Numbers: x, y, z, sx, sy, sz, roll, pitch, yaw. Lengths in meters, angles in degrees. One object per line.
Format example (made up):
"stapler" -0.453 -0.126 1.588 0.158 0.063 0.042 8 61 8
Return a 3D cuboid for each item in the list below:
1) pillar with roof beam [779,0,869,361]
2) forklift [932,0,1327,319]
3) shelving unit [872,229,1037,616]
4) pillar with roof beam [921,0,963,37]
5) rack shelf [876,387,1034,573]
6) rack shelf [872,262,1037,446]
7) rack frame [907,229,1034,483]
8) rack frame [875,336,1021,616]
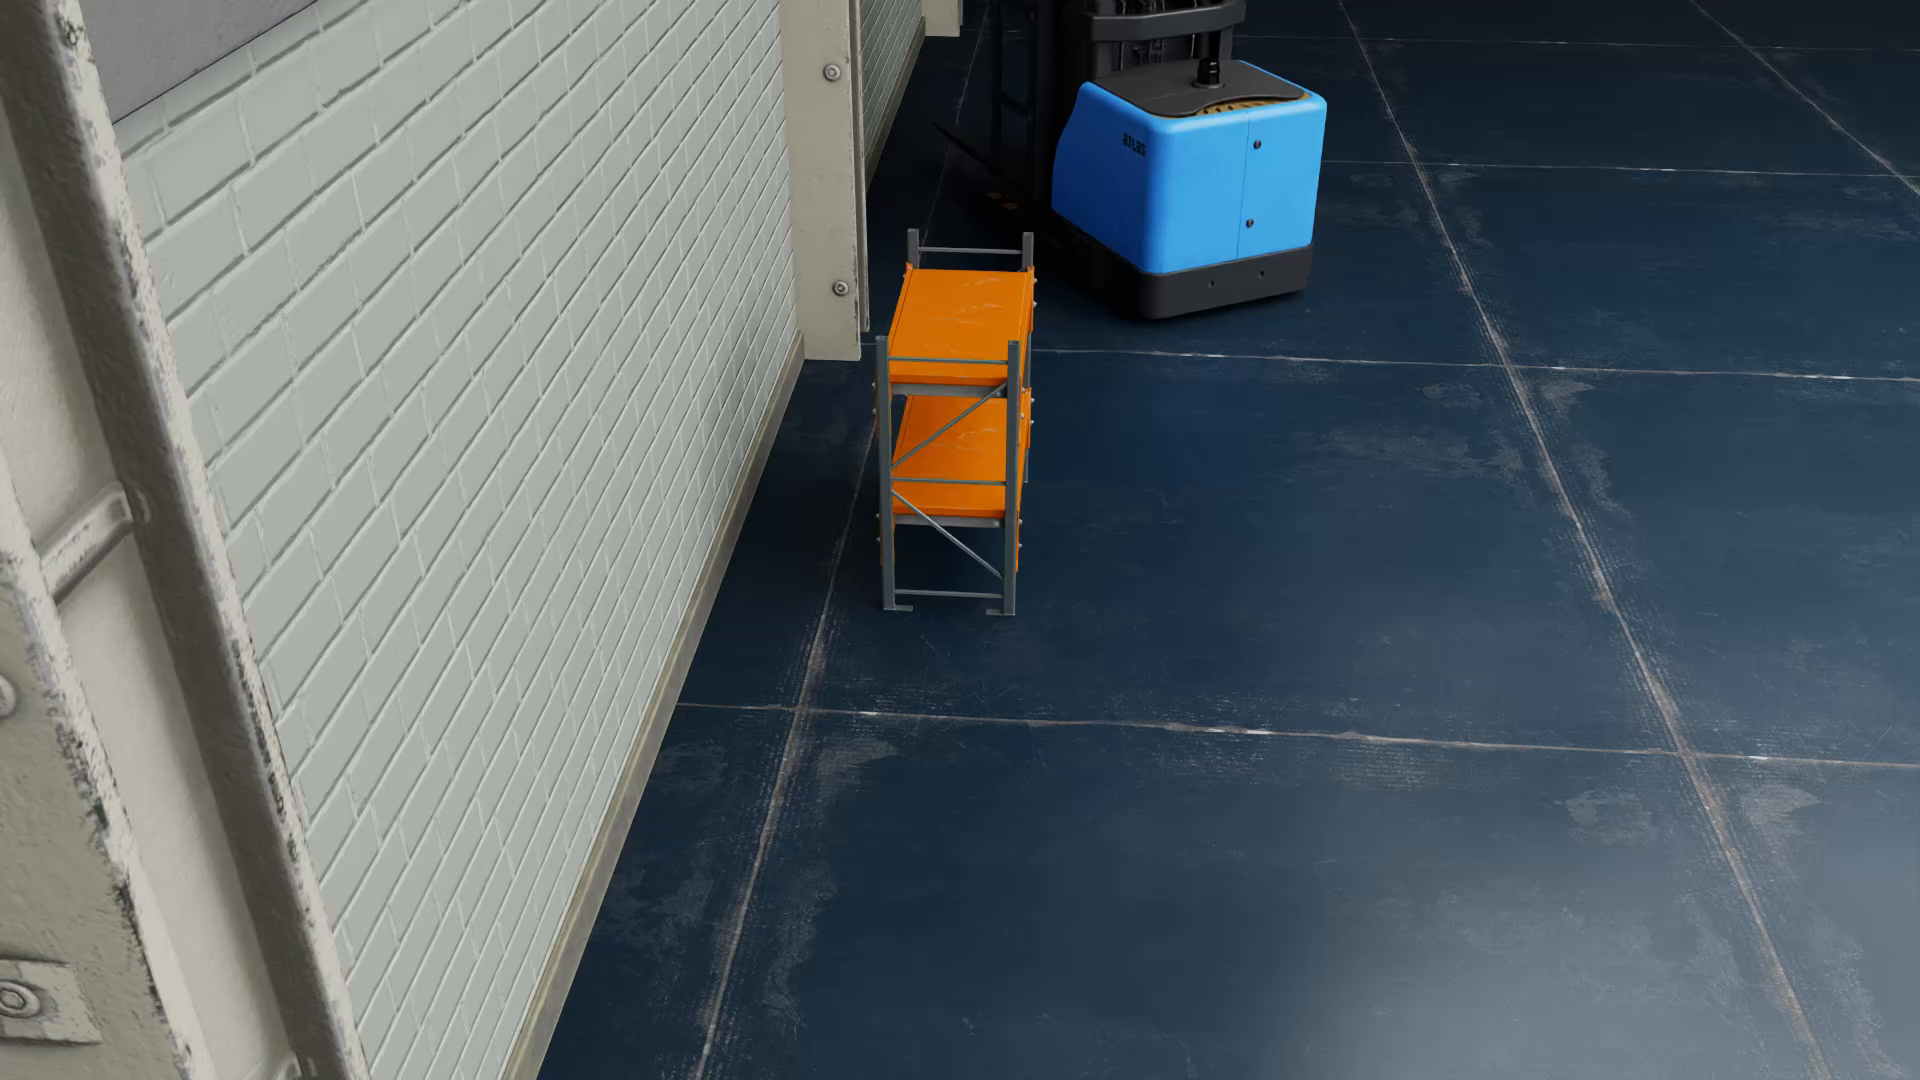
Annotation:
"pillar with roof beam" 3.658 -4.638 5.699 9.100 9.000 0.400 2 32 4
"forklift" 0.767 -3.124 9.026 1.130 2.935 3.031 -14 34 -21
"shelving unit" -0.001 -0.475 6.449 0.538 1.125 1.048 2 32 4
"pillar with roof beam" 4.146 -7.776 10.790 9.100 9.000 0.400 2 32 4
"rack shelf" -0.001 -0.267 6.577 0.538 0.278 1.000 2 32 4
"rack shelf" -0.001 -0.725 6.296 0.538 0.278 1.000 2 32 4
"rack frame" 0.041 -0.741 6.880 0.500 1.125 0.032 2 32 4
"rack frame" -0.042 -0.210 6.018 0.500 1.125 0.032 2 32 4
